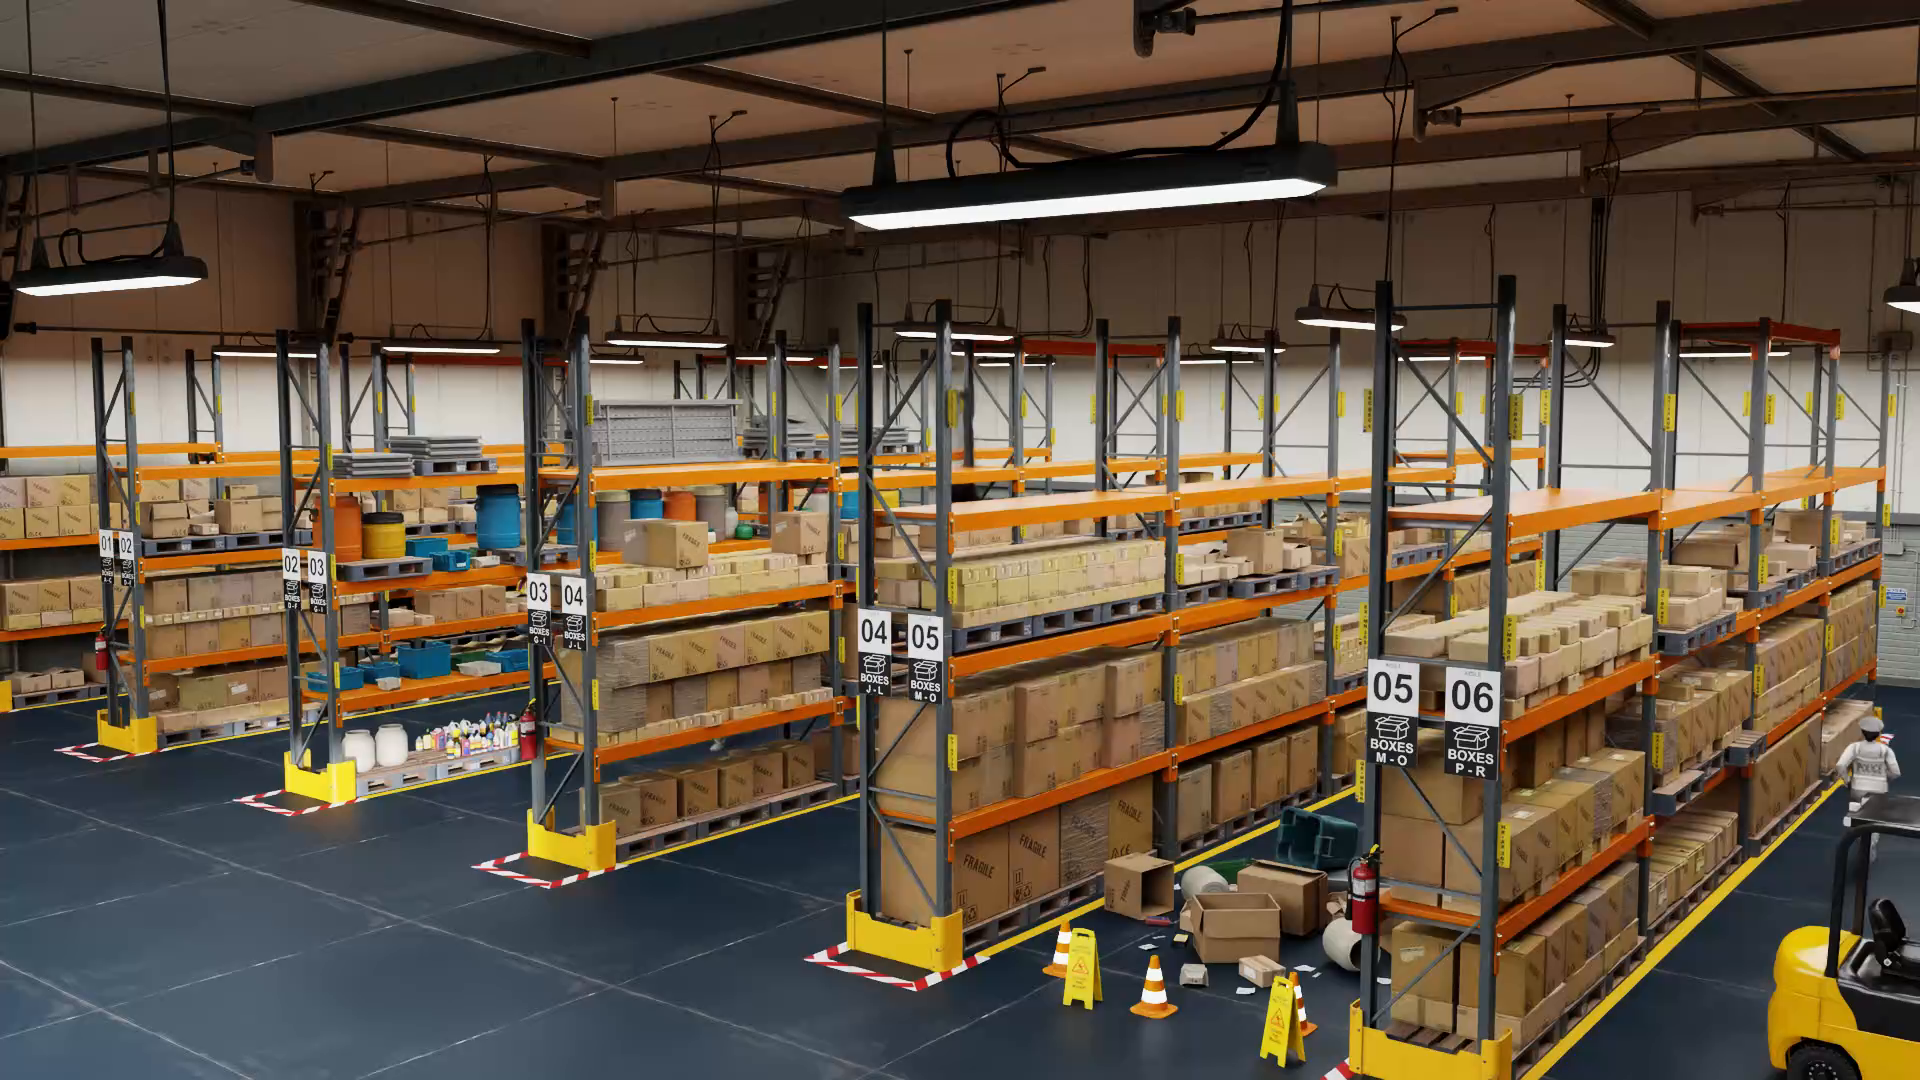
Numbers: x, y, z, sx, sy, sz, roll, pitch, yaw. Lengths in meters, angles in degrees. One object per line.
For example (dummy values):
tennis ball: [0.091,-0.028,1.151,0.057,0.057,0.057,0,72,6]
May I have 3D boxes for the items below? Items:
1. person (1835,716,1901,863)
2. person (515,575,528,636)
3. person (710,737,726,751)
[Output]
person: [9.898,2.779,18.147,0.627,1.700,0.760,3,6,30]
person: [-8.772,1.392,33.533,0.700,1.723,0.583,4,6,36]
person: [-3.510,2.195,24.272,0.656,1.745,0.625,3,6,29]
